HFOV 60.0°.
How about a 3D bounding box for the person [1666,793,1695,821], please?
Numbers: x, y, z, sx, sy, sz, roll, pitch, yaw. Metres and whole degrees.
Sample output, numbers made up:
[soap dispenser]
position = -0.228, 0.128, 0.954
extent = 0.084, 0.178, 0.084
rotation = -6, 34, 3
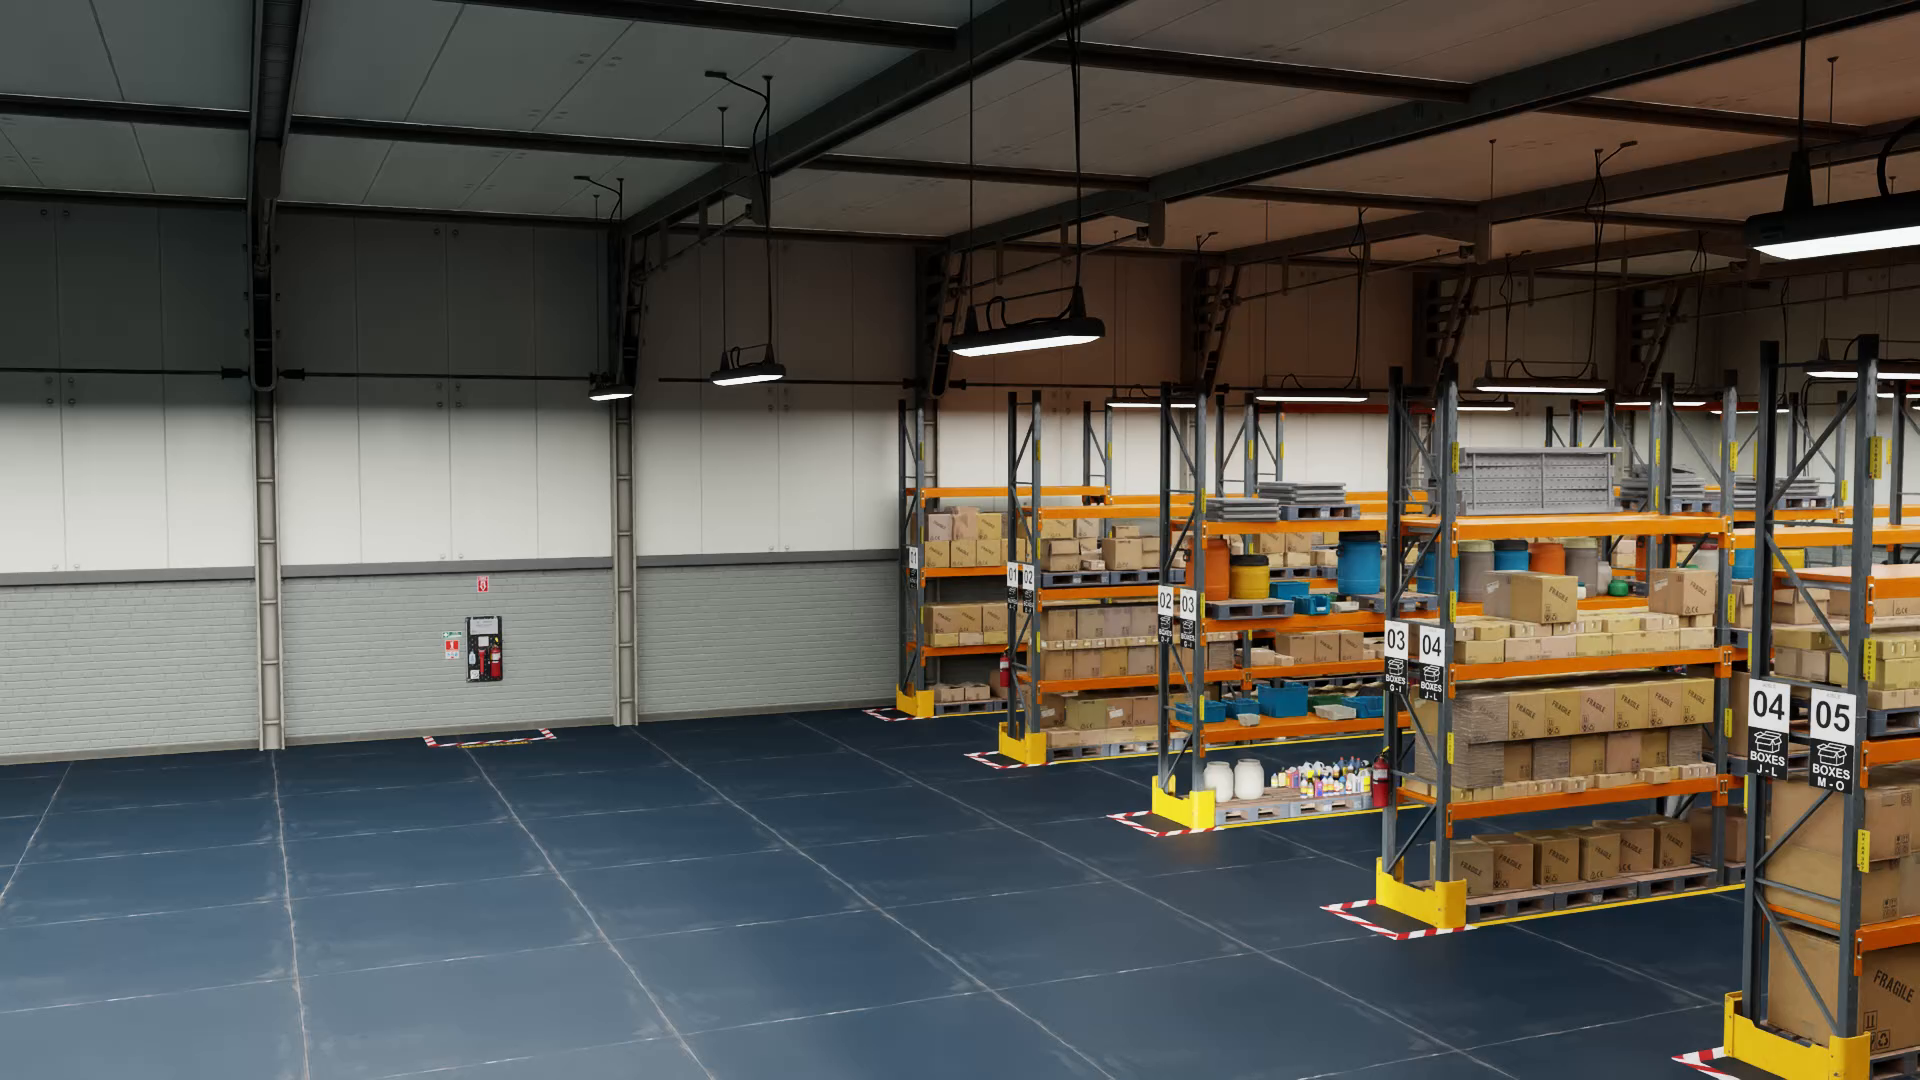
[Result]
[person]
position = 9.610, 3.003, 21.996
extent = 0.609, 1.787, 0.403
rotation = 3, 5, 43
